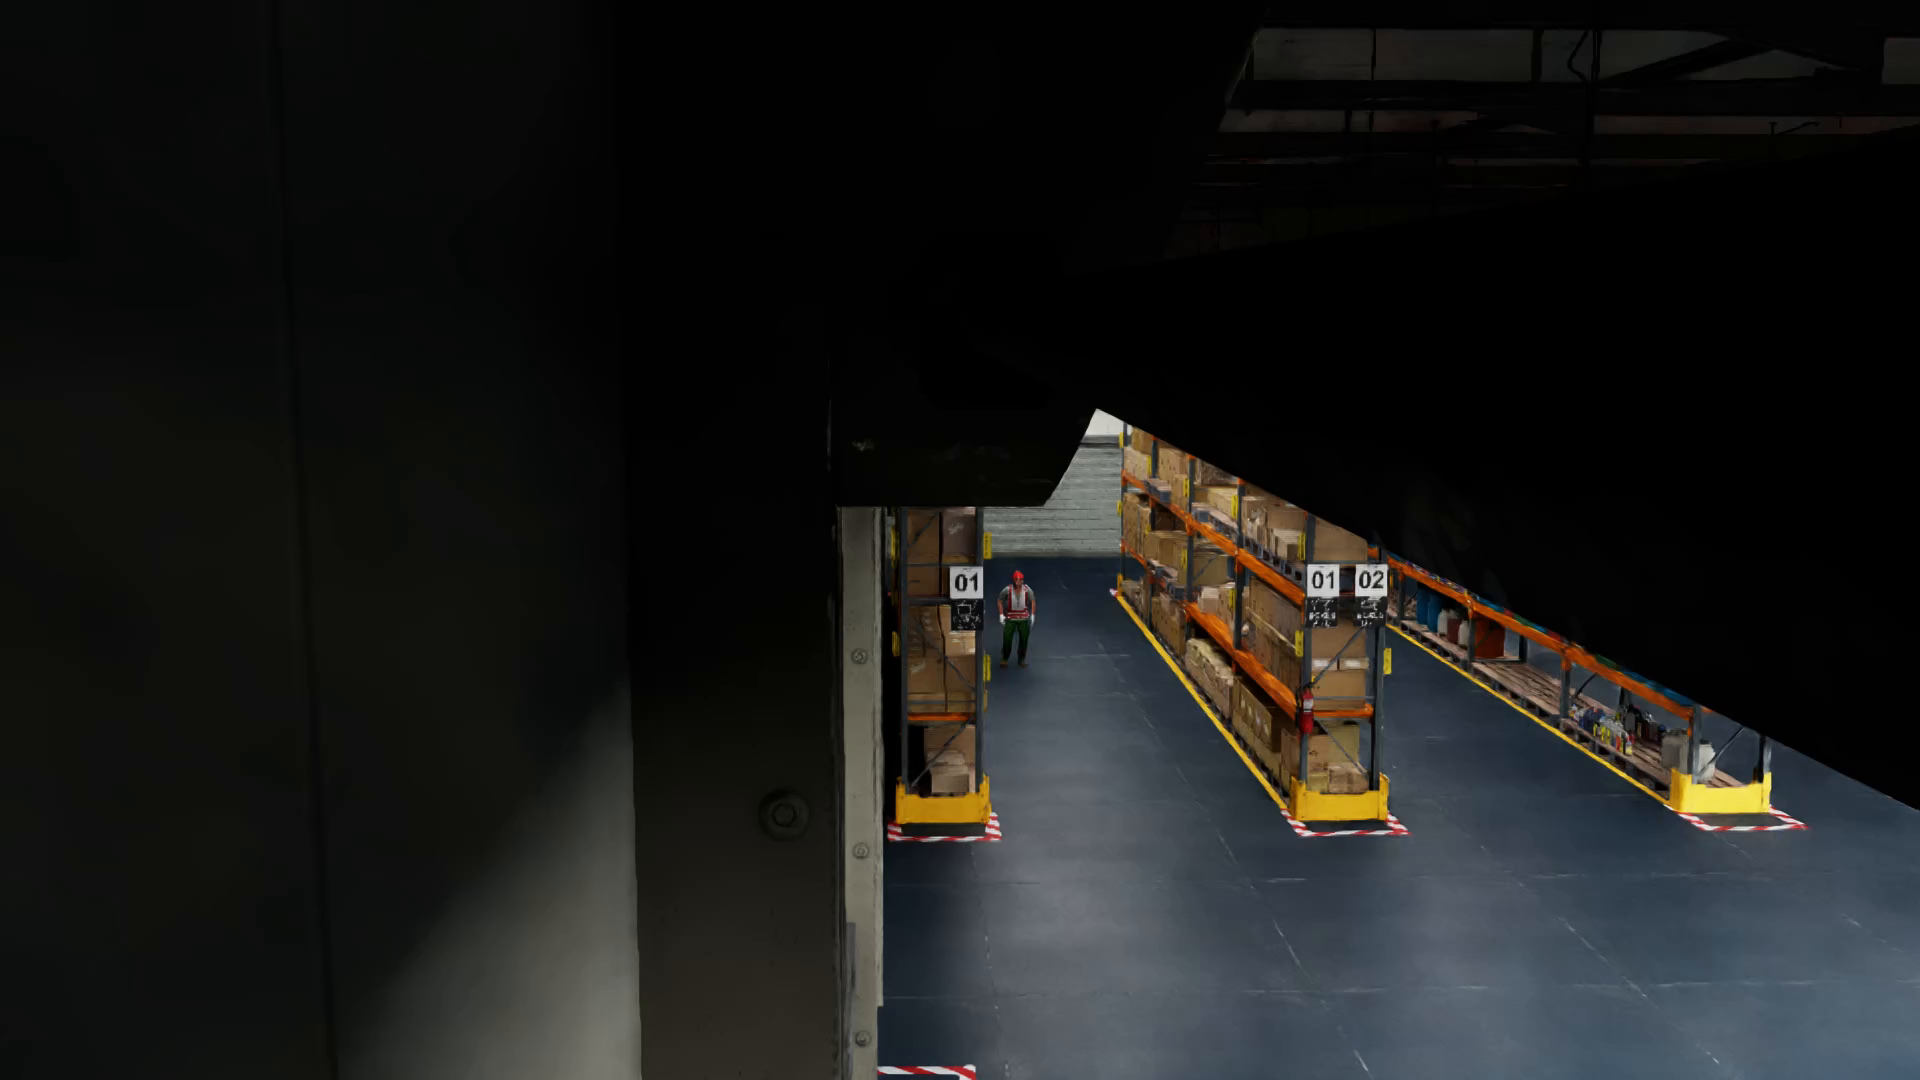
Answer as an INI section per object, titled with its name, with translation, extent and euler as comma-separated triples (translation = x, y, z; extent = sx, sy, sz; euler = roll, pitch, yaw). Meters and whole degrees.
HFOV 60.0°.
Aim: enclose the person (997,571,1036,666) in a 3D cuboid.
[person]
translation = 0.984, 1.383, 29.194
extent = 0.663, 1.742, 0.552
euler = -1, 8, -4
